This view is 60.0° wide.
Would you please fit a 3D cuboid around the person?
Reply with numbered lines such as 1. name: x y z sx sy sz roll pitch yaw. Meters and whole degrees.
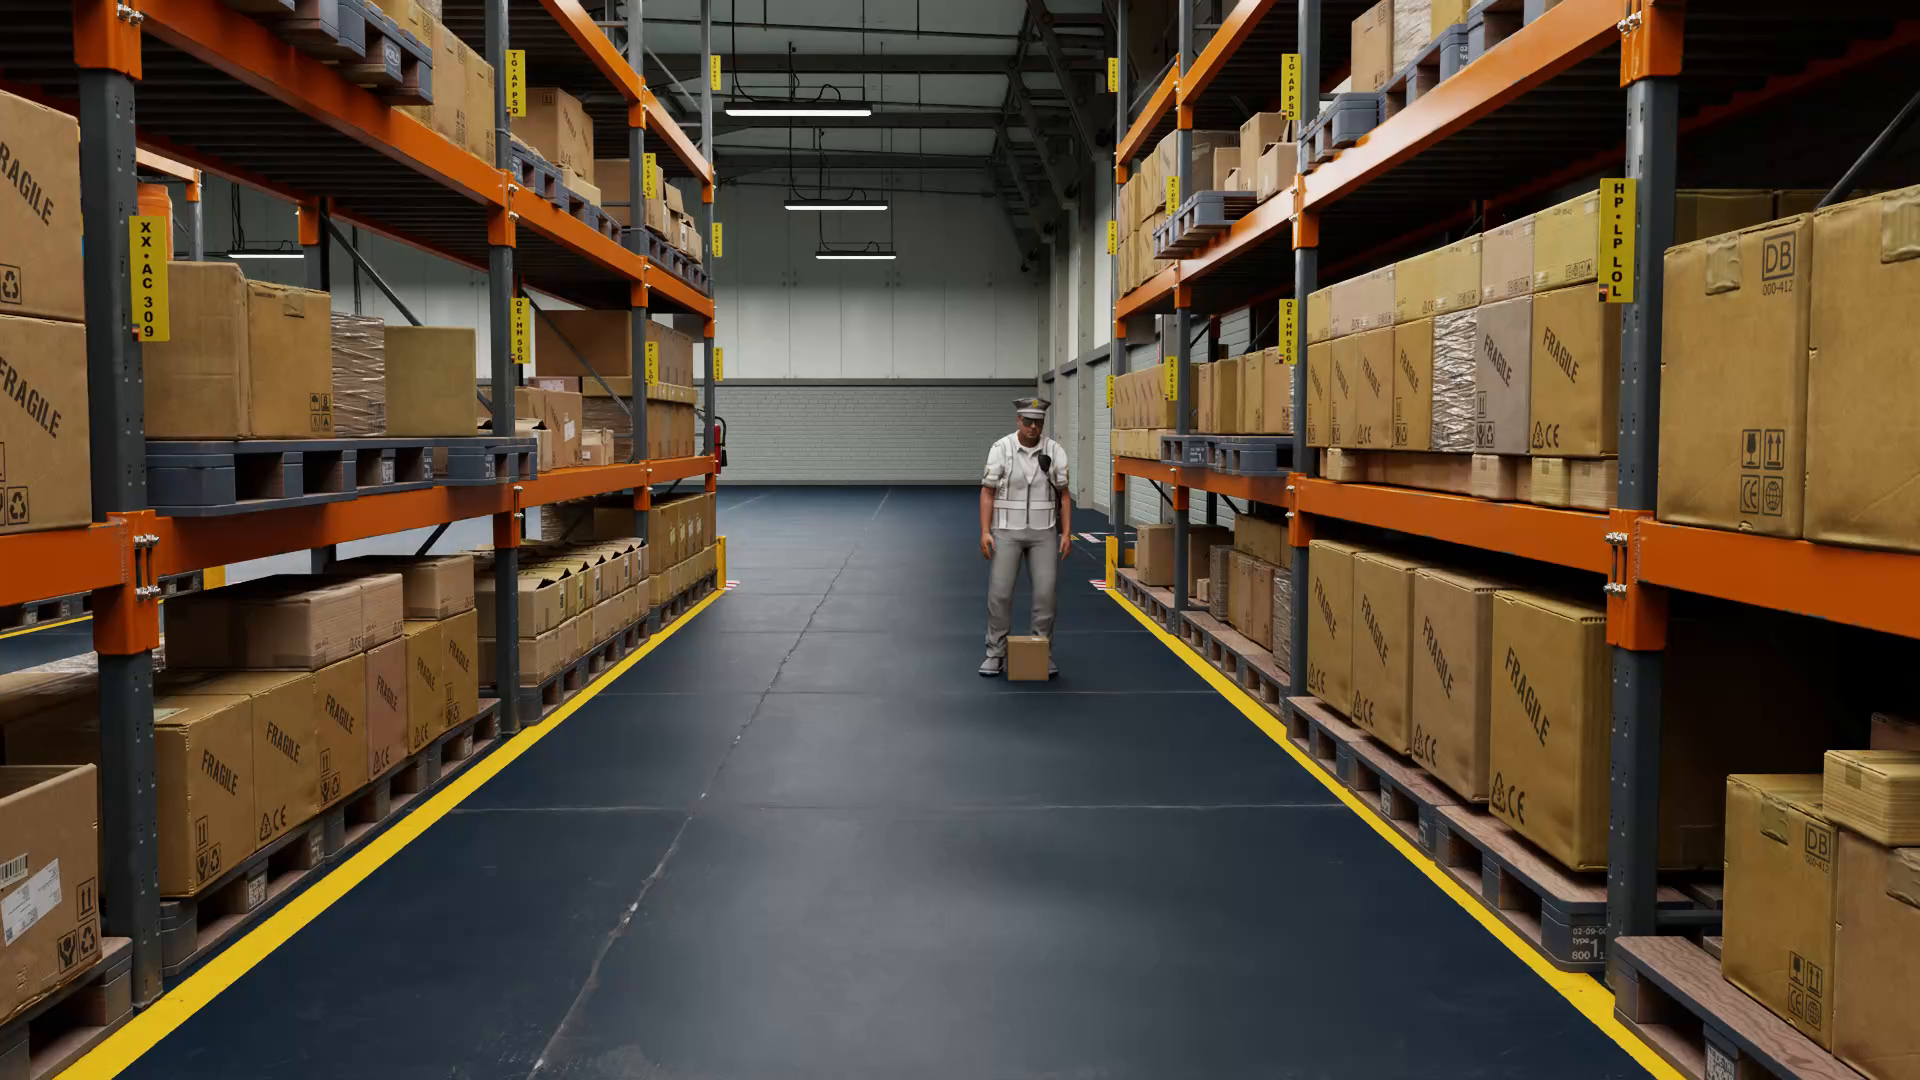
1. person: 0.400 -0.028 10.610 0.585 1.747 0.439 0 4 -2
